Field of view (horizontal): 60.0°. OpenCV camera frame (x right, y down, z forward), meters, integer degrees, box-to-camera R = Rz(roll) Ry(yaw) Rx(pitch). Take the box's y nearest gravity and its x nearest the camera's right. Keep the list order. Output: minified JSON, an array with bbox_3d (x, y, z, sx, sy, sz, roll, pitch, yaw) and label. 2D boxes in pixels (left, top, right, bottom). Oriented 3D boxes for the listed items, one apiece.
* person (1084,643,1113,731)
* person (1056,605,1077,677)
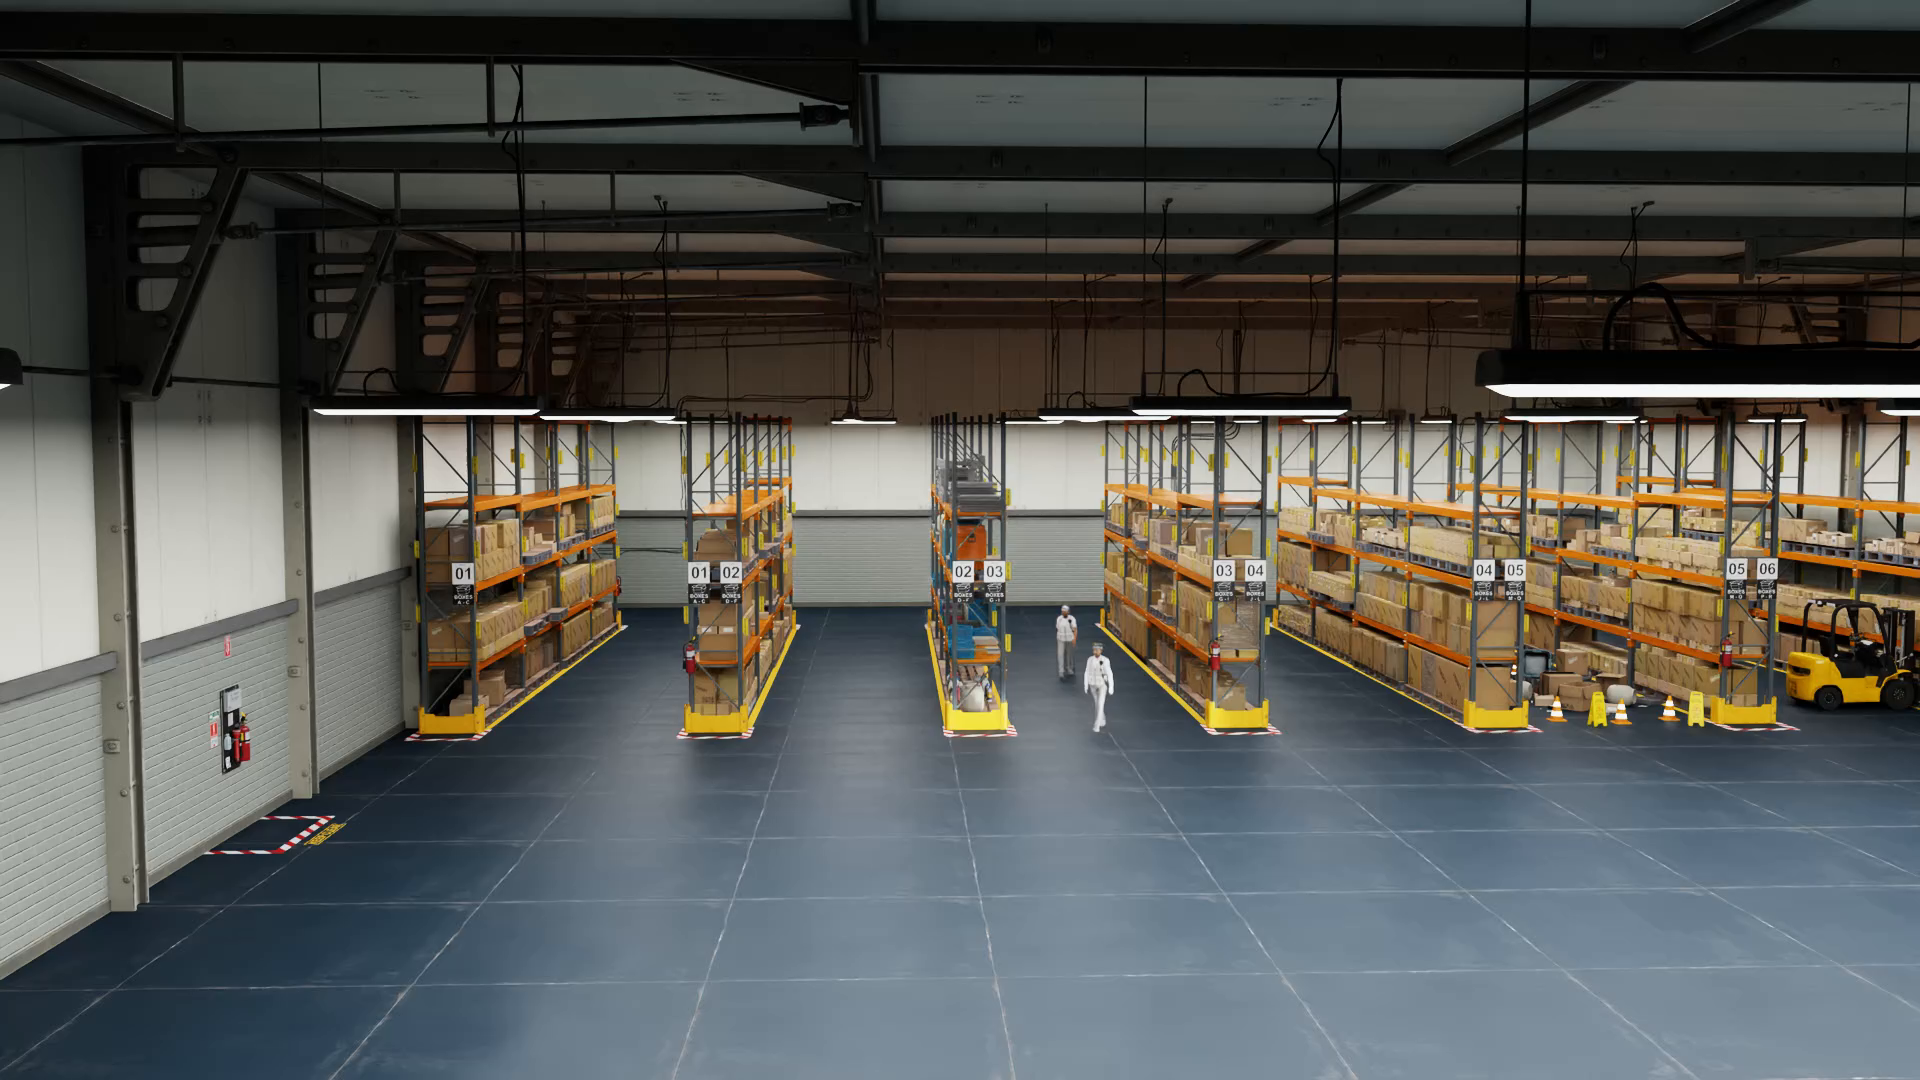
[{"bbox_3d":[2.578,2.746,31.342,0.525,1.637,0.917,2,5,32],"label":"person"},{"bbox_3d":[2.432,2.305,38.045,0.501,1.611,0.940,1,4,8],"label":"person"}]
